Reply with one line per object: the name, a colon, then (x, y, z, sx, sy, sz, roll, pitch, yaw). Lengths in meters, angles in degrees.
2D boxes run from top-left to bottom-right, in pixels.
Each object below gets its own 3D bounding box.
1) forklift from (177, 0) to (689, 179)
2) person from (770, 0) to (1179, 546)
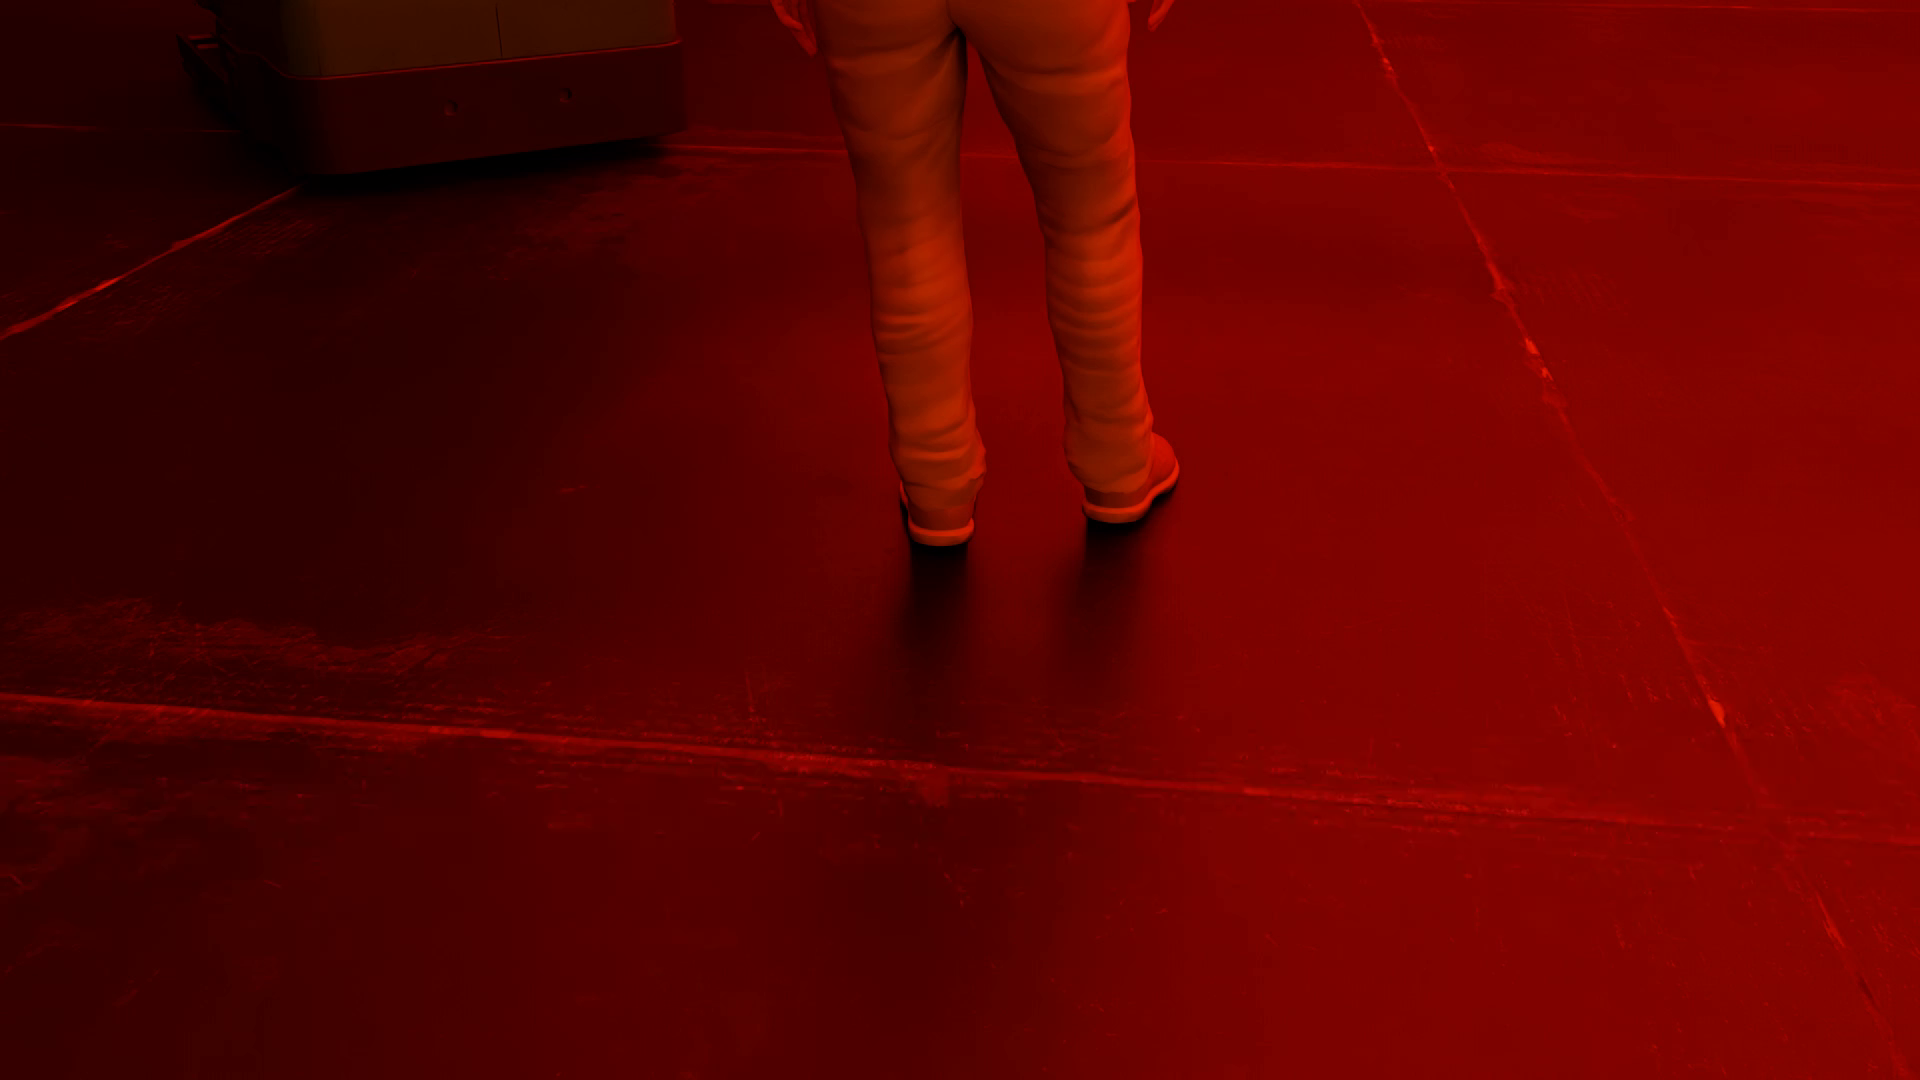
forklift: (-1.942, -2.845, 4.920, 1.130, 2.935, 3.031, -15, 30, -27)
person: (0.033, -0.784, 2.190, 0.598, 1.670, 0.529, 3, 27, 7)
